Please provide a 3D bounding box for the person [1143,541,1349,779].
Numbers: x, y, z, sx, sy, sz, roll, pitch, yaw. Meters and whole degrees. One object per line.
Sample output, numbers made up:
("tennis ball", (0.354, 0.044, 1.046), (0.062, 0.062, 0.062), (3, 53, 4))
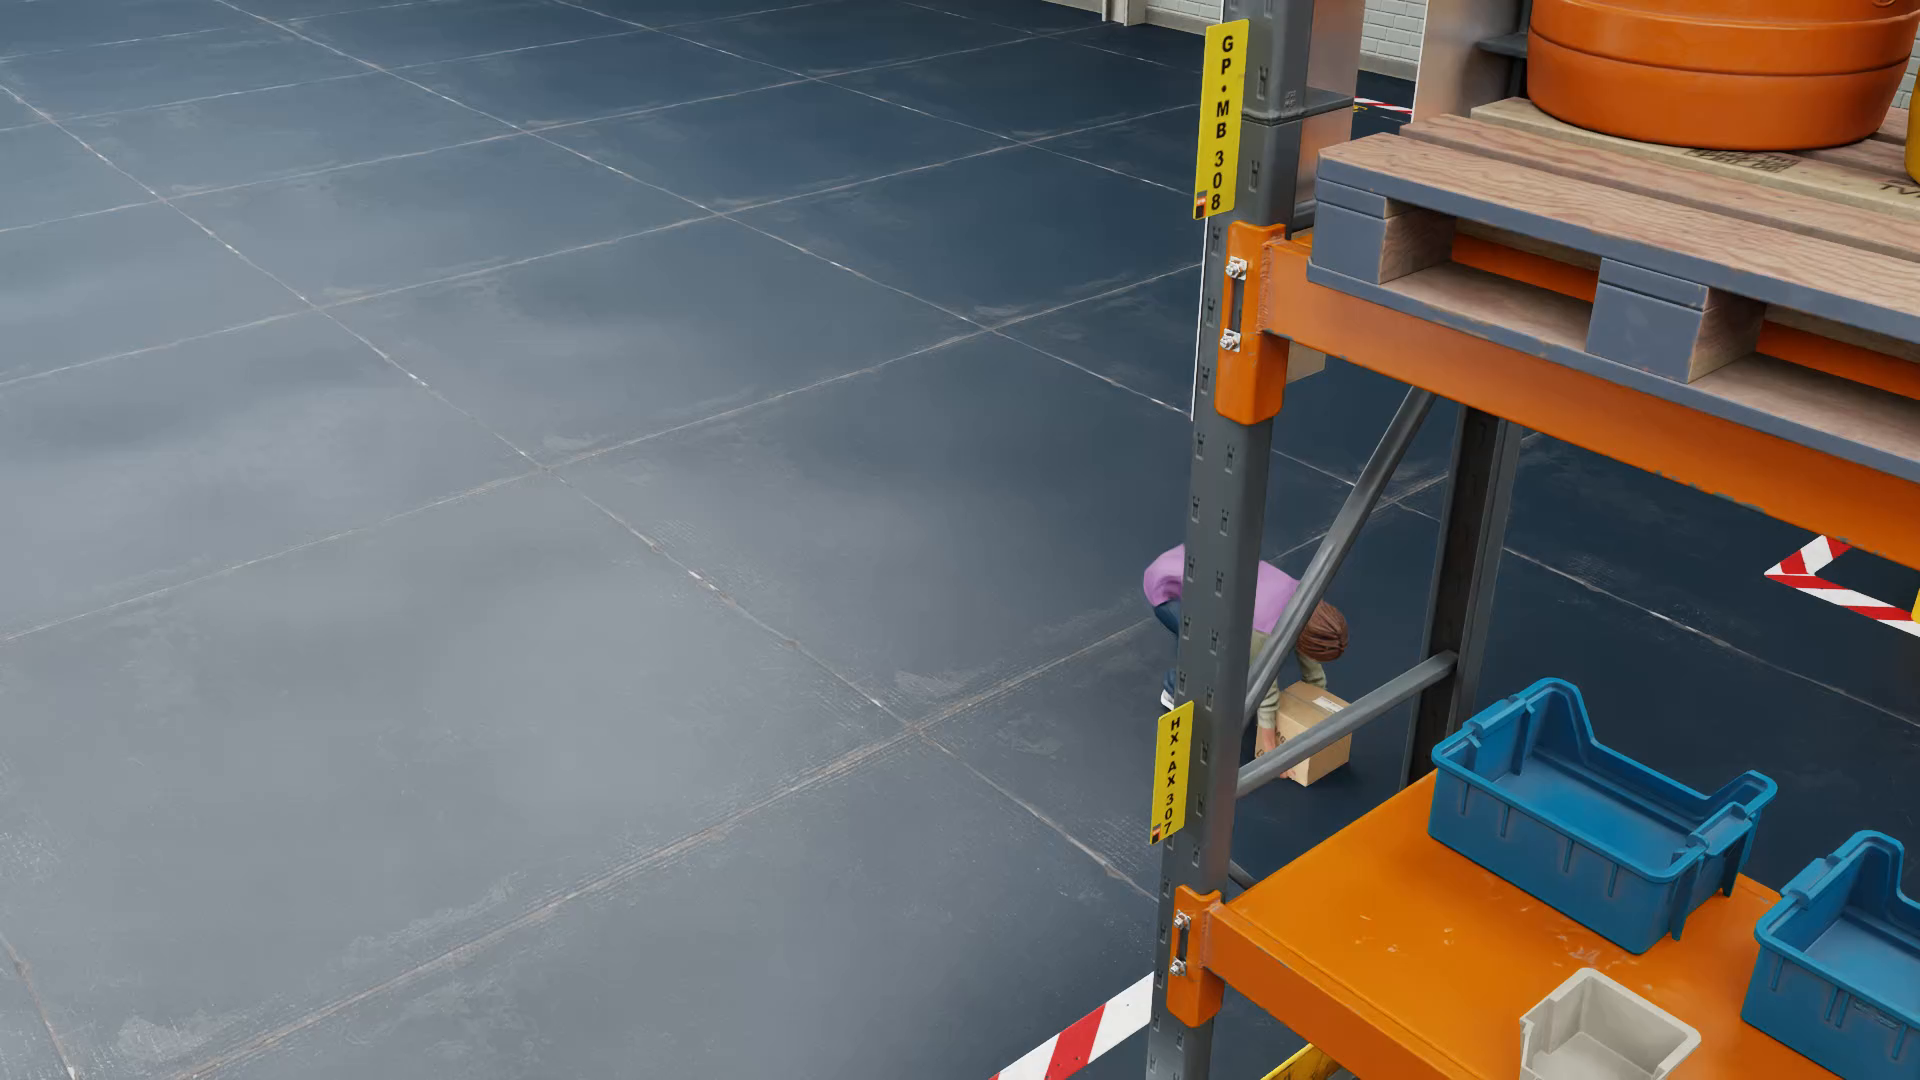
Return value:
("person", (1.079, 0.408, 6.336), (0.422, 0.737, 0.873), (-23, 36, -36))
